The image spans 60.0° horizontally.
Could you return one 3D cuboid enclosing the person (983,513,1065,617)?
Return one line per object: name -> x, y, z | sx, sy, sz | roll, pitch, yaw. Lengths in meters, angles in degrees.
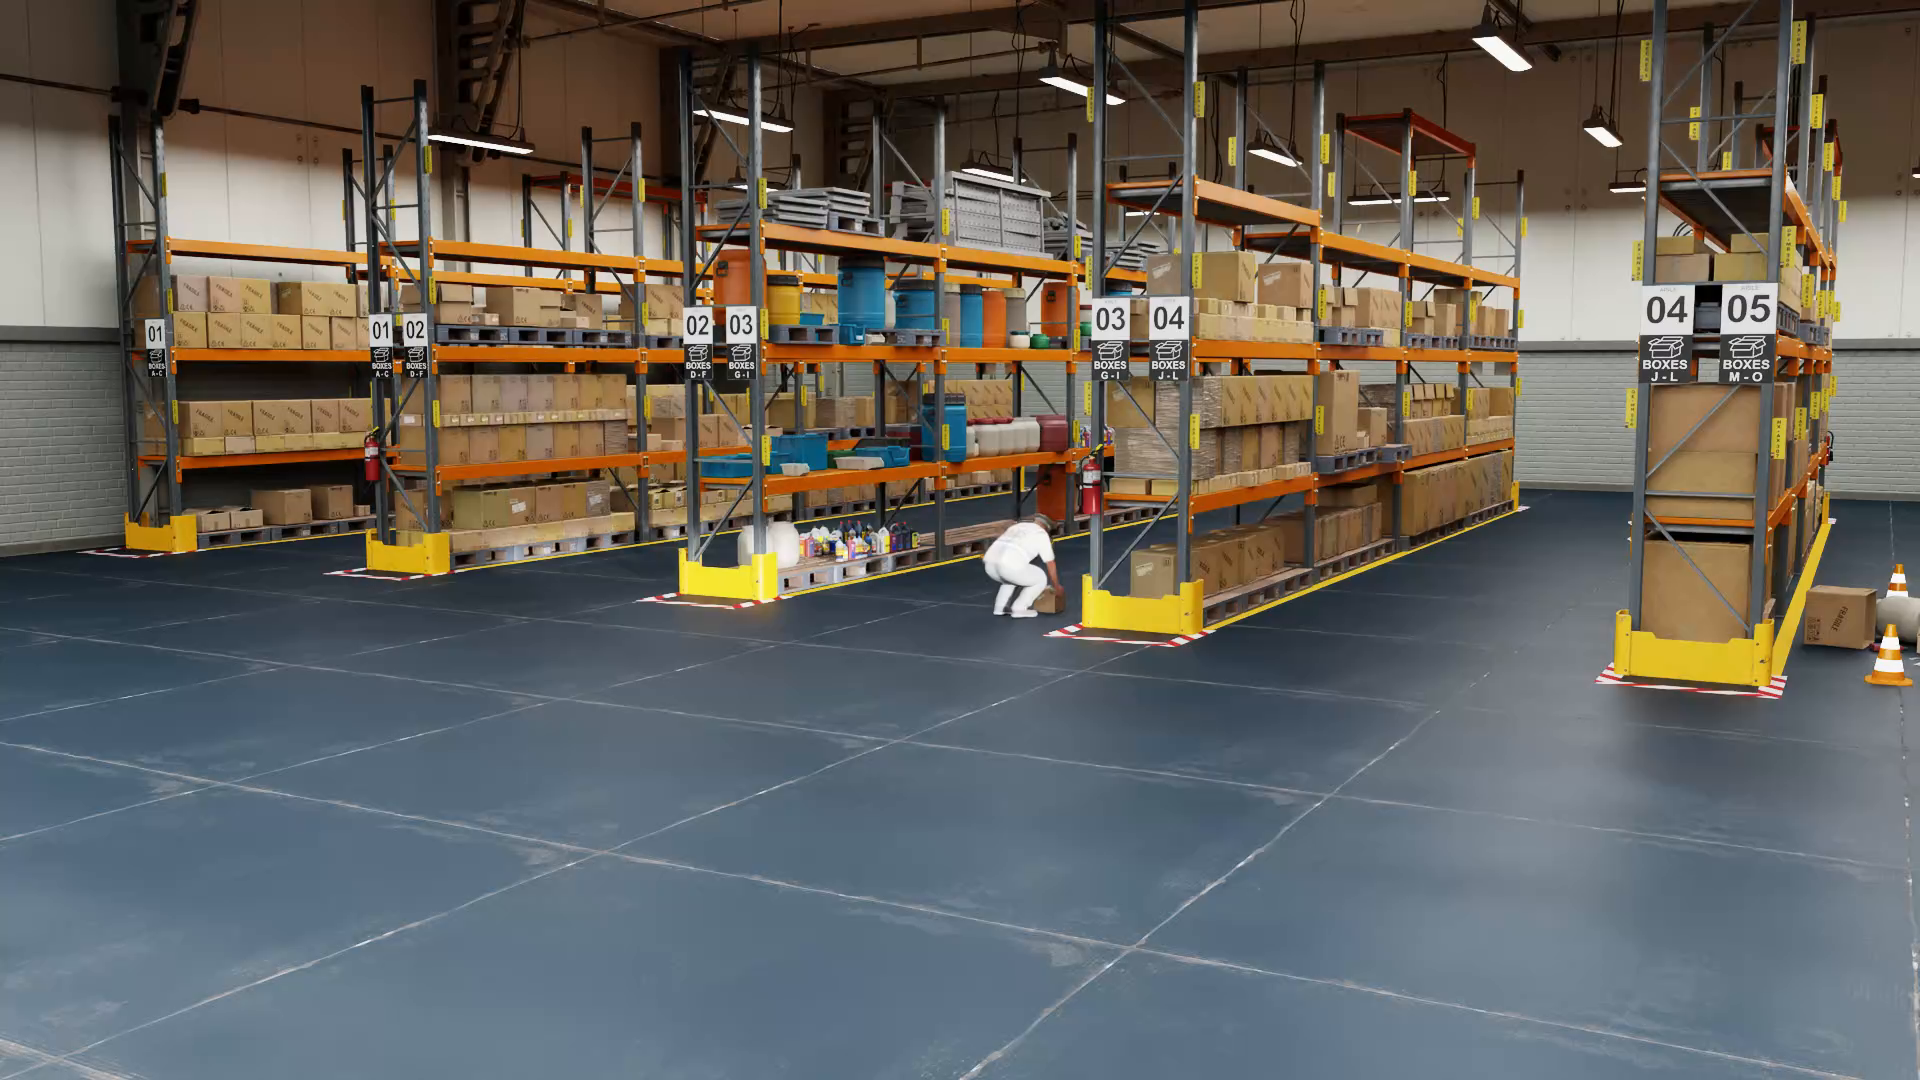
person -> 0.639, 0.257, 17.154 | 0.943, 1.029, 0.566 | -5, 8, -42
